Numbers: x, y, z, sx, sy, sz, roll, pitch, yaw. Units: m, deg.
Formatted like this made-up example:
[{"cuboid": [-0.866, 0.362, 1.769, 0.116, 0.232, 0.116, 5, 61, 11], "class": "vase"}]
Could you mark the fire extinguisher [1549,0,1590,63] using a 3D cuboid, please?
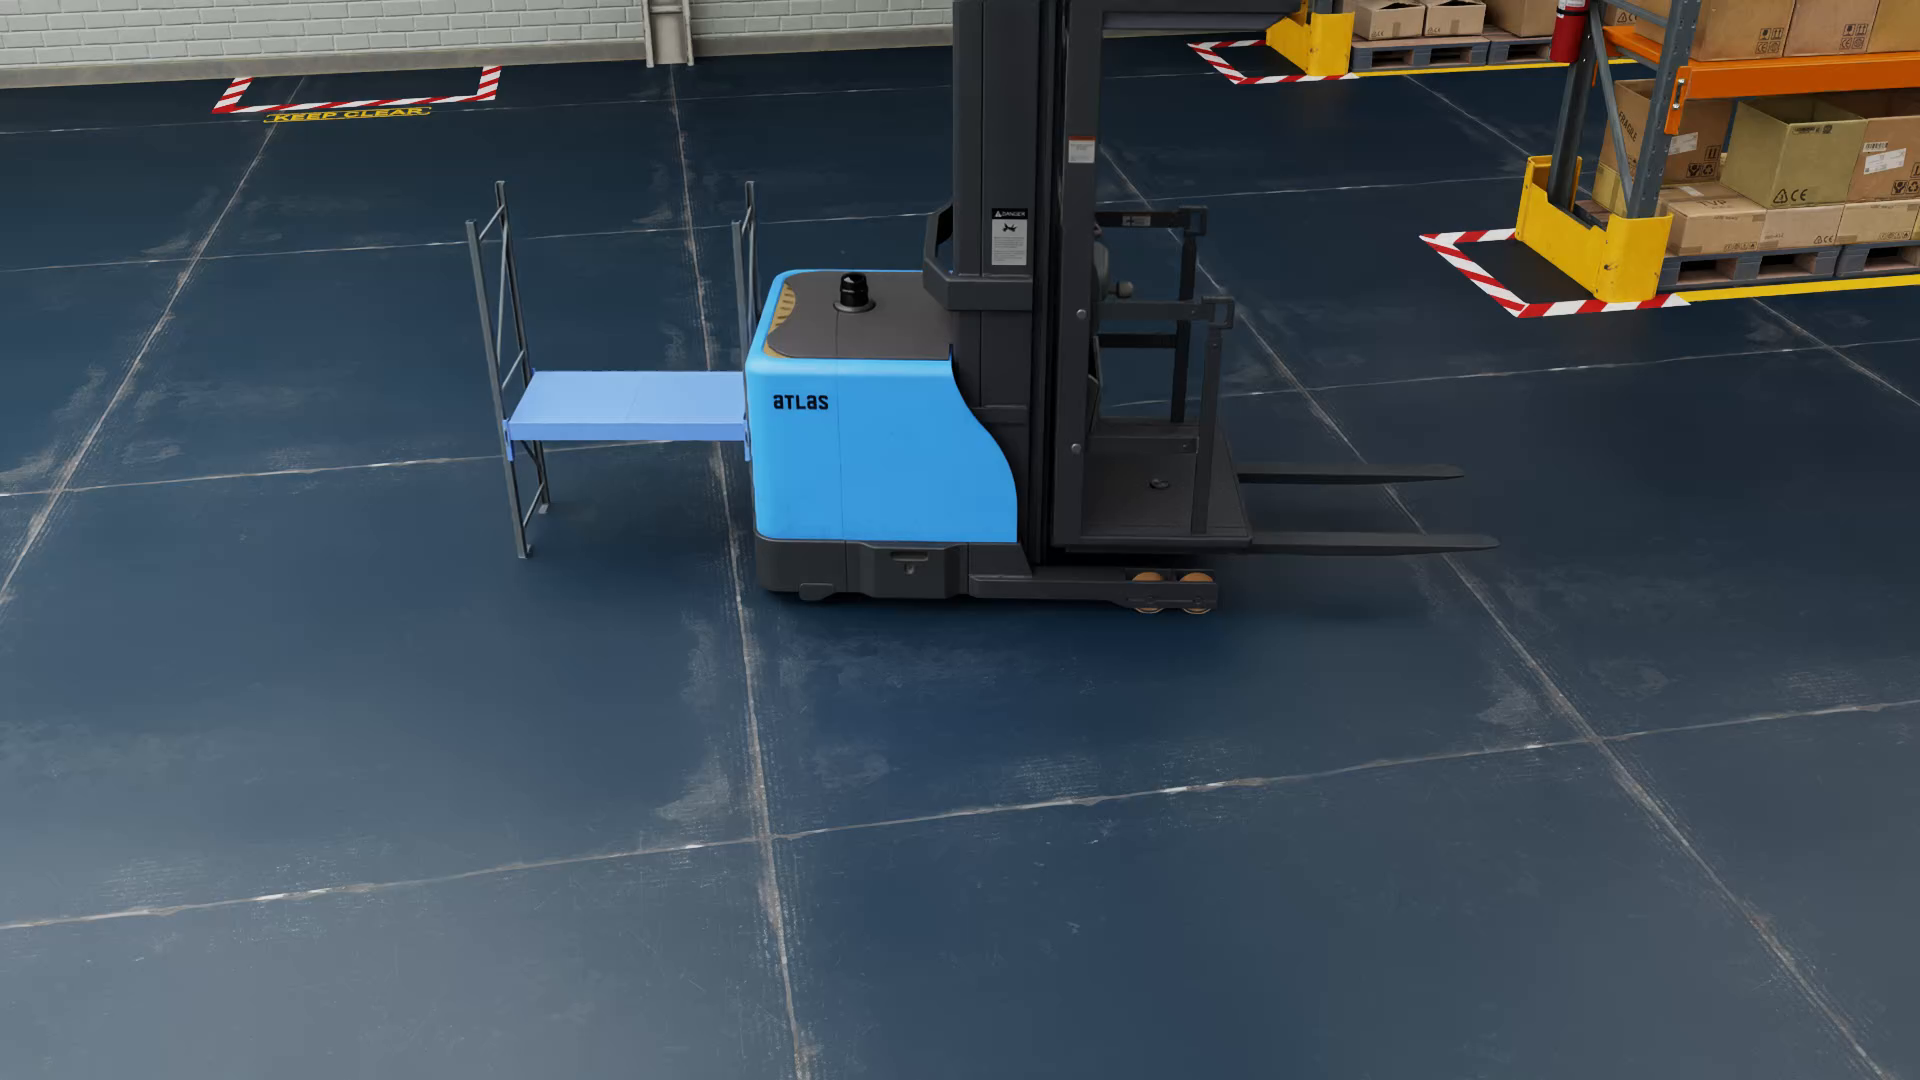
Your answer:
[{"cuboid": [3.592, -3.147, 9.719, 0.183, 0.674, 0.296, -5, 31, -9], "class": "fire extinguisher"}]

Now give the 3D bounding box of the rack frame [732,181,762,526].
[{"cuboid": [-0.856, -0.690, 6.943, 0.032, 1.500, 0.500, 0, 30, 0], "class": "rack frame"}]

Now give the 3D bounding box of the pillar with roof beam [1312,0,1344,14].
[{"cuboid": [4.204, -6.364, 9.195, 0.400, 9.000, 9.100, -5, 31, -9], "class": "pillar with roof beam"}]

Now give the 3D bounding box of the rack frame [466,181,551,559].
[{"cuboid": [-1.872, -0.691, 6.946, 0.032, 1.500, 0.500, 0, 30, 0], "class": "rack frame"}]

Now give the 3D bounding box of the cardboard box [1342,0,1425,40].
[{"cuboid": [3.592, -4.478, 14.125, 0.500, 0.311, 0.500, -9, 32, -15], "class": "cardboard box"}]

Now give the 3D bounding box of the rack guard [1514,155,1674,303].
[{"cuboid": [3.768, -1.880, 9.954, 0.348, 0.500, 1.175, -5, 31, -9], "class": "rack guard"}]

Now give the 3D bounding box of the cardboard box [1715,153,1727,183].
[{"cuboid": [4.756, -2.203, 10.336, 0.500, 0.250, 0.500, -5, 31, -9], "class": "cardboard box"}]

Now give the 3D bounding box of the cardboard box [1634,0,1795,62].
[{"cuboid": [4.253, -3.039, 9.361, 0.500, 0.500, 0.700, -5, 31, -9], "class": "cardboard box"}]

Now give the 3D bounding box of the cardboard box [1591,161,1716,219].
[{"cuboid": [4.266, -2.152, 10.249, 0.500, 0.250, 0.500, -5, 31, -9], "class": "cardboard box"}]

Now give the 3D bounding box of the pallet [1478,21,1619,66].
[{"cuboid": [4.973, -4.400, 14.525, 1.213, 0.211, 1.003, -5, 31, -9], "class": "pallet"}]

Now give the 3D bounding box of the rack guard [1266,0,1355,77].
[{"cuboid": [2.970, -4.359, 14.169, 0.348, 0.500, 1.175, -5, 31, -9], "class": "rack guard"}]

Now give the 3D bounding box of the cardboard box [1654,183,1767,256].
[{"cuboid": [4.359, -1.894, 9.809, 0.500, 0.250, 0.500, -5, 31, -9], "class": "cardboard box"}]

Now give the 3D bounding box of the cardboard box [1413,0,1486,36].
[{"cuboid": [4.153, -4.530, 14.214, 0.500, 0.311, 0.500, -3, 31, -5], "class": "cardboard box"}]

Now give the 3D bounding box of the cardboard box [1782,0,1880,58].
[{"cuboid": [4.769, -3.089, 9.446, 0.500, 0.500, 0.700, -5, 31, -8], "class": "cardboard box"}]

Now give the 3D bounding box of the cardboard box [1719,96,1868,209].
[{"cuboid": [4.851, -2.263, 9.699, 0.500, 0.500, 0.500, -5, 31, -9], "class": "cardboard box"}]

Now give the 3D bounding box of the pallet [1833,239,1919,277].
[{"cuboid": [5.734, -1.958, 10.372, 1.213, 0.211, 1.003, -5, 31, -9], "class": "pallet"}]

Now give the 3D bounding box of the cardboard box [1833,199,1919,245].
[{"cuboid": [5.342, -1.987, 9.967, 0.500, 0.250, 0.500, -5, 31, -9], "class": "cardboard box"}]

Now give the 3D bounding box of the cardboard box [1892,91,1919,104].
[{"cuboid": [5.835, -2.352, 9.850, 0.500, 0.500, 0.500, -5, 31, -9], "class": "cardboard box"}]

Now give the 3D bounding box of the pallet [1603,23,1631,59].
[{"cuboid": [6.176, -4.513, 14.718, 1.213, 0.211, 1.003, -5, 31, -9], "class": "pallet"}]

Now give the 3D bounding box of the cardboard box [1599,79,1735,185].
[{"cuboid": [4.265, -2.476, 10.060, 0.500, 0.500, 0.500, -5, 31, -9], "class": "cardboard box"}]

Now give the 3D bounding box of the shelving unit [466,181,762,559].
[{"cuboid": [-1.364, -0.690, 6.944, 1.048, 1.500, 0.538, 0, 30, 0], "class": "shelving unit"}]

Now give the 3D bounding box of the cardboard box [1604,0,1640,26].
[{"cuboid": [5.817, -4.792, 14.472, 0.500, 0.500, 0.500, -8, 31, -13], "class": "cardboard box"}]

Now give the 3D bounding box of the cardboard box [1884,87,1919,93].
[{"cuboid": [5.739, -2.620, 10.305, 0.500, 0.500, 0.500, -5, 31, -9], "class": "cardboard box"}]

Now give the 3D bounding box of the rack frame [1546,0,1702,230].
[{"cuboid": [3.792, -2.960, 9.324, 0.127, 3.000, 1.000, -5, 31, -9], "class": "rack frame"}]

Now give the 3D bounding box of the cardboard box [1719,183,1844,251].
[{"cuboid": [4.850, -1.941, 9.890, 0.500, 0.250, 0.500, -5, 31, -9], "class": "cardboard box"}]

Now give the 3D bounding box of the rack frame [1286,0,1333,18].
[{"cuboid": [2.896, -5.429, 13.524, 0.127, 3.000, 1.000, -5, 31, -9], "class": "rack frame"}]

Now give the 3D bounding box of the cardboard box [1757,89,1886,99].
[{"cuboid": [5.246, -2.575, 10.228, 0.500, 0.500, 0.500, -5, 31, -9], "class": "cardboard box"}]

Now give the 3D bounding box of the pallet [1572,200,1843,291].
[{"cuboid": [4.536, -1.849, 10.185, 1.213, 0.211, 1.003, -5, 31, -9], "class": "pallet"}]

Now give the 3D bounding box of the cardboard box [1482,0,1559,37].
[{"cuboid": [4.884, -4.654, 14.237, 0.500, 0.500, 0.700, -7, 31, -12], "class": "cardboard box"}]

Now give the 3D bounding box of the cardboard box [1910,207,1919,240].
[{"cuboid": [5.835, -2.030, 10.041, 0.500, 0.250, 0.500, -5, 31, -9], "class": "cardboard box"}]

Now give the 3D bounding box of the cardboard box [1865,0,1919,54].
[{"cuboid": [5.258, -3.132, 9.518, 0.500, 0.500, 0.700, -5, 31, -9], "class": "cardboard box"}]

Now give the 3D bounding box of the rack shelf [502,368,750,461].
[{"cuboid": [-1.364, -0.535, 7.036, 1.000, 0.185, 0.538, 0, 30, 0], "class": "rack shelf"}]

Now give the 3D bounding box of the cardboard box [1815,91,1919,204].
[{"cuboid": [5.340, -2.316, 9.787, 0.500, 0.500, 0.500, -5, 31, -9], "class": "cardboard box"}]

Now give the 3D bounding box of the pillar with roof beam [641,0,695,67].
[{"cuboid": [-1.698, -5.816, 8.264, 0.400, 9.000, 9.100, -5, 31, -9], "class": "pillar with roof beam"}]

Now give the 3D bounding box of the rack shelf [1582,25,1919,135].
[{"cuboid": [5.759, -2.832, 9.817, 4.000, 0.370, 1.077, -5, 31, -9], "class": "rack shelf"}]

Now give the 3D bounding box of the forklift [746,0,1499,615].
[{"cuboid": [0.693, -1.237, 6.462, 3.031, 2.935, 1.130, 1, 30, 1], "class": "forklift"}]

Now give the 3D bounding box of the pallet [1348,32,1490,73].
[{"cuboid": [3.776, -4.291, 14.339, 1.213, 0.211, 1.003, -5, 31, -9], "class": "pallet"}]
